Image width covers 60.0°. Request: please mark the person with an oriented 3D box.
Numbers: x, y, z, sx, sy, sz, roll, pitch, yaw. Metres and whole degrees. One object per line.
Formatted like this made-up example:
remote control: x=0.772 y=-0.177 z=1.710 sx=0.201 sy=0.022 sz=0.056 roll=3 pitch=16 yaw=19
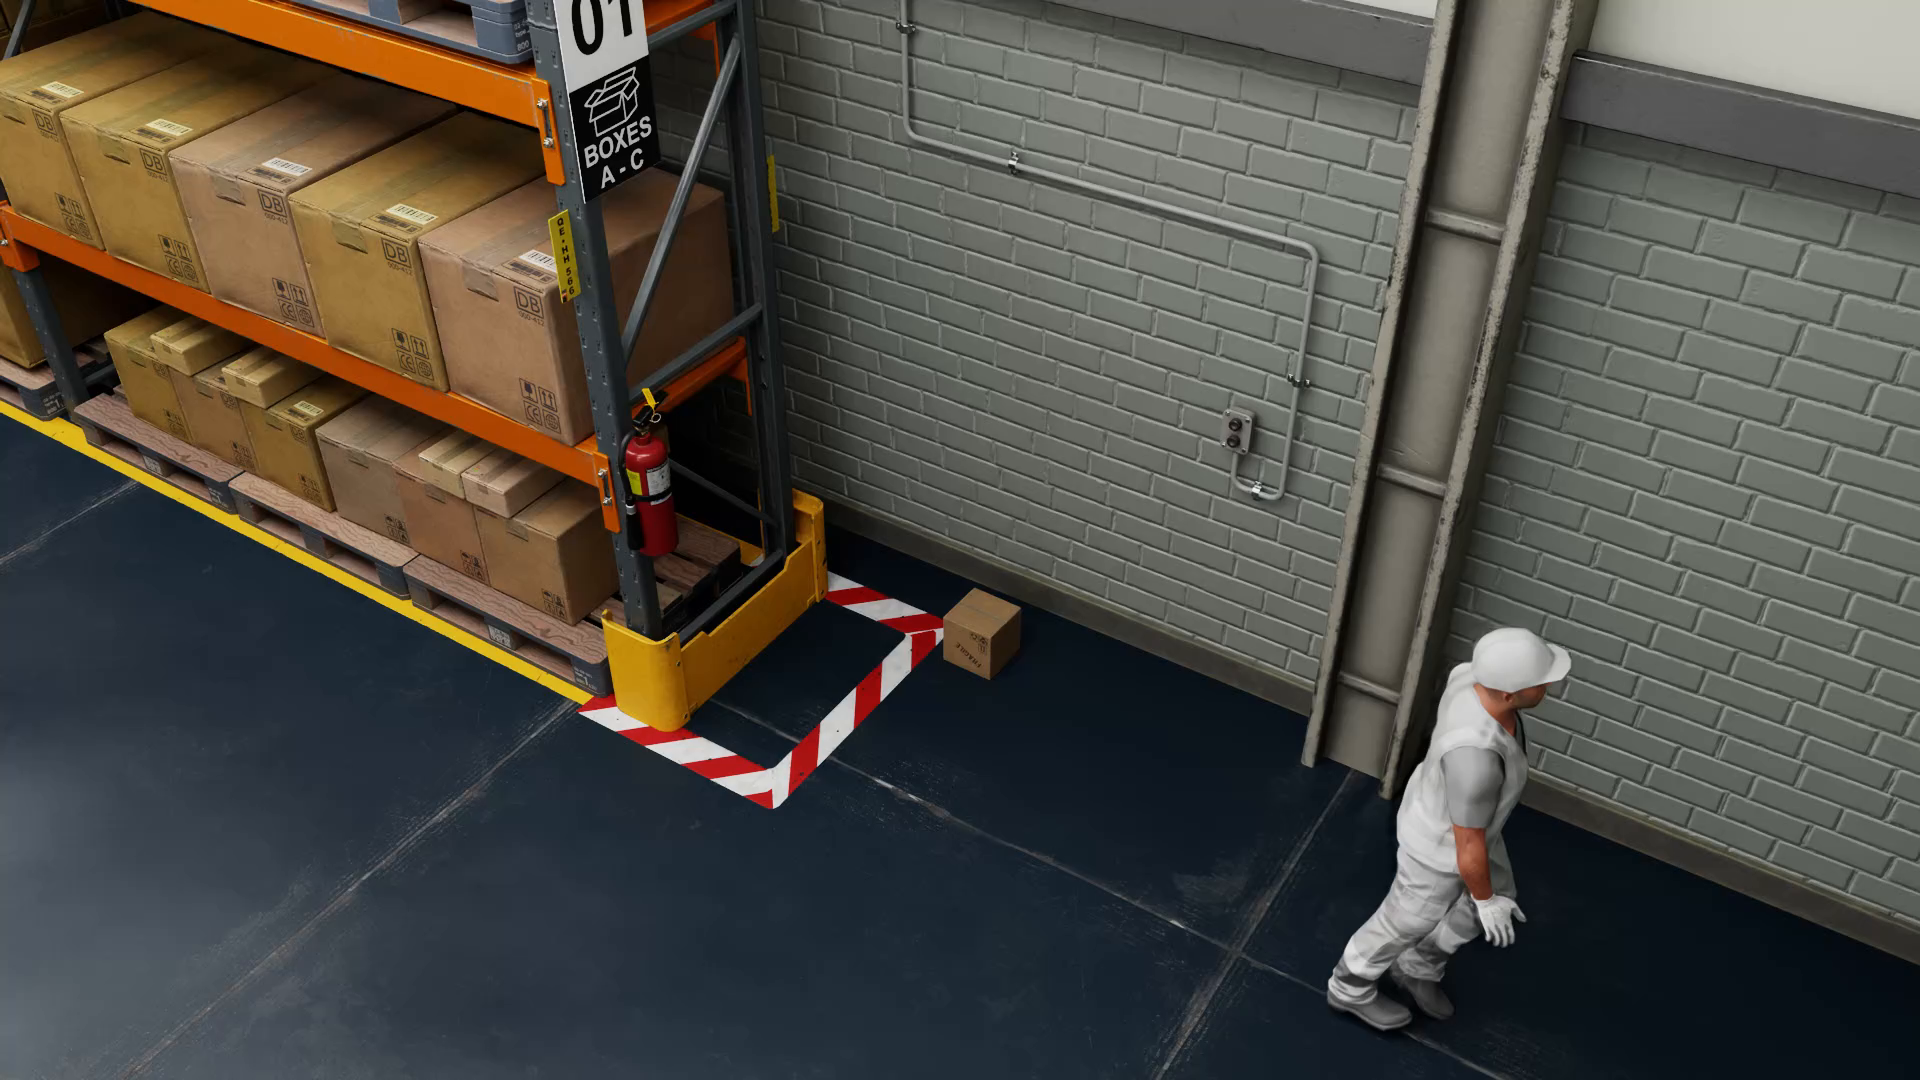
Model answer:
person: x=1.588 y=0.972 z=5.415 sx=0.545 sy=1.827 sz=0.666 roll=12 pitch=40 yaw=14
